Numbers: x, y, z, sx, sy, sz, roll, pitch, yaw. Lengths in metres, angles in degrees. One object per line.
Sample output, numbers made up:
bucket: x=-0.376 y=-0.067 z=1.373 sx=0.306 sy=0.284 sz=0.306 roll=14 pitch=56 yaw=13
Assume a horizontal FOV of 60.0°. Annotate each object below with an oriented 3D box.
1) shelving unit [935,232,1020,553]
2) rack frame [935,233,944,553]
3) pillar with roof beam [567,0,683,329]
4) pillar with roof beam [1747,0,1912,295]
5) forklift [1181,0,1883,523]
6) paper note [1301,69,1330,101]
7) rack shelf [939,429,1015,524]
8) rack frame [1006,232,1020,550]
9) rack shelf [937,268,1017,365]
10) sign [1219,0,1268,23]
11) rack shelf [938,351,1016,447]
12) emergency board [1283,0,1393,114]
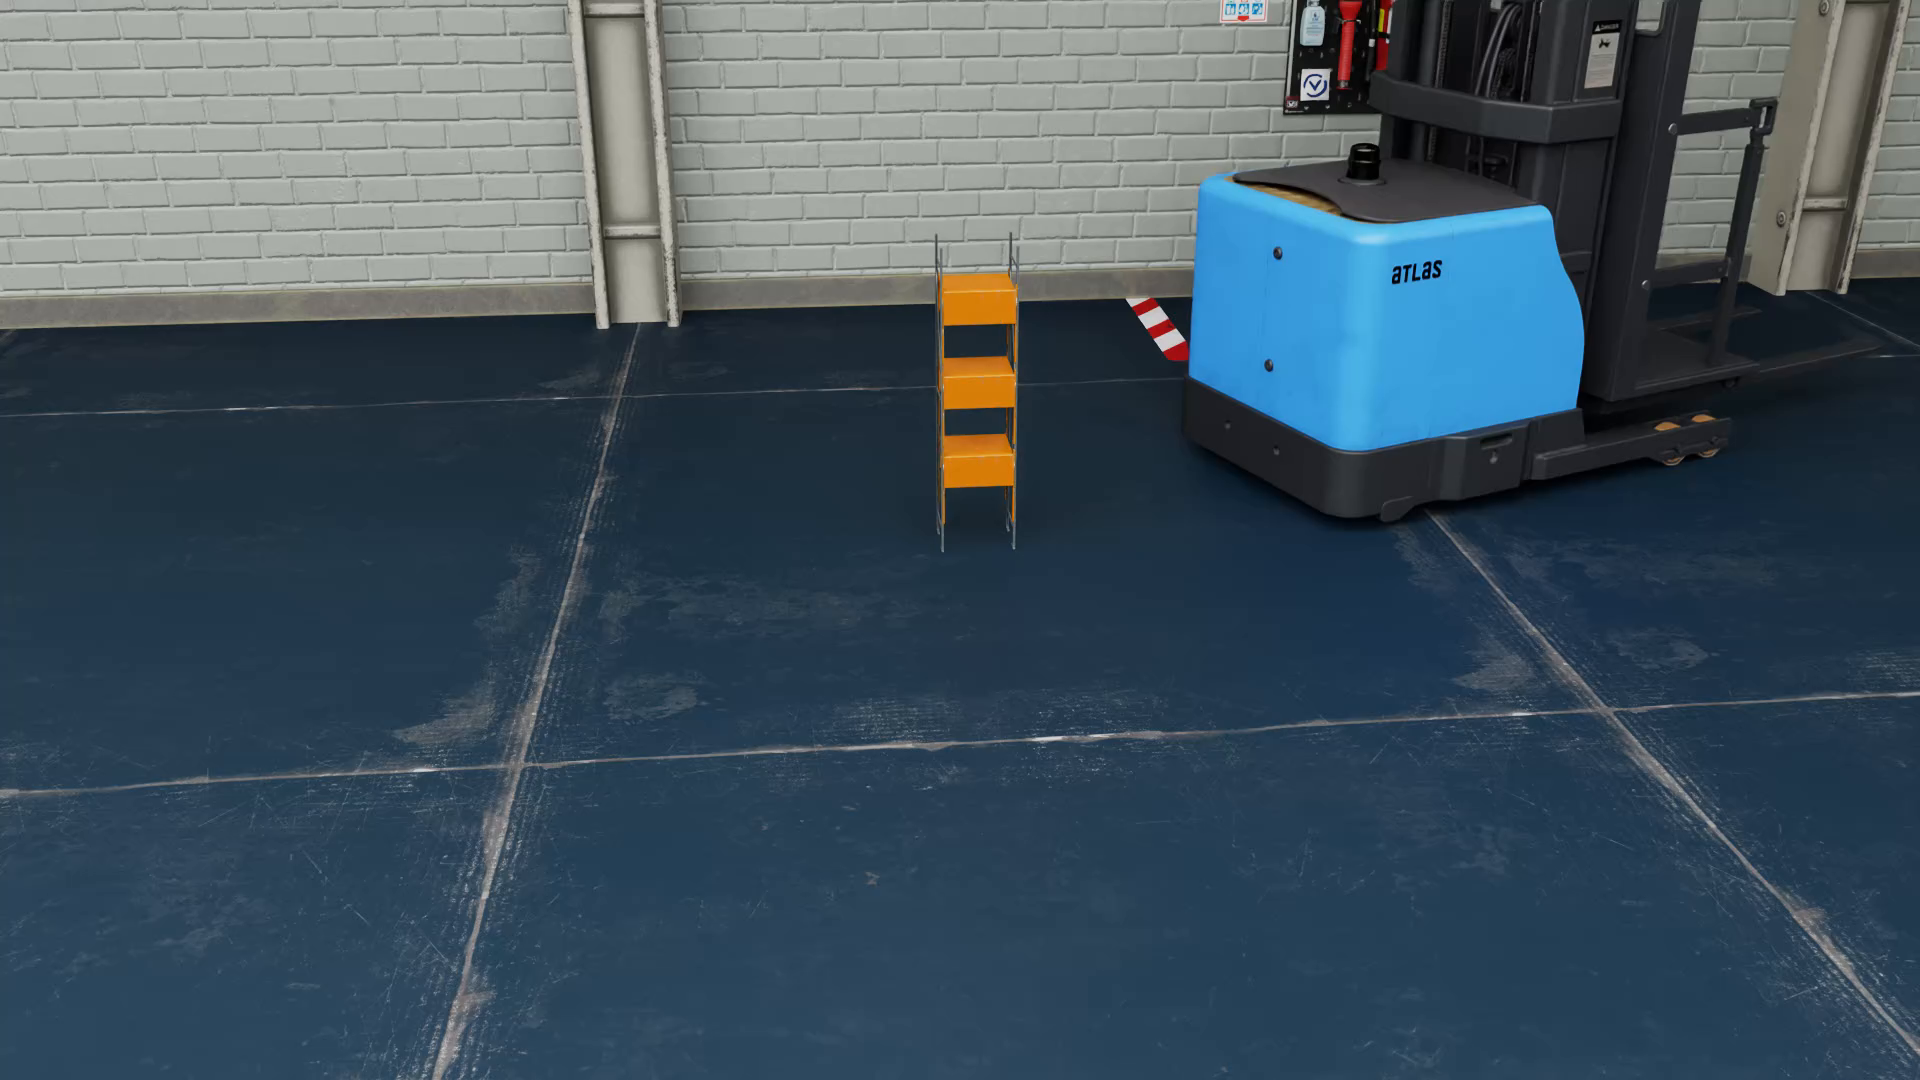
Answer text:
shelving unit: x=0.053 y=-0.482 z=5.542 sx=0.252 sy=1.050 sz=0.215 roll=-2 pitch=24 yaw=-5
rack frame: x=-0.068 y=-0.477 z=5.531 sx=0.008 sy=1.050 sz=0.200 roll=-2 pitch=24 yaw=-5
pillar with roof beam: x=-1.153 y=-3.466 z=2.469 sx=0.400 sy=9.000 sz=9.100 roll=-2 pitch=24 yaw=-5
pillar with roof beam: x=4.818 y=-3.706 z=3.008 sx=0.400 sy=9.000 sz=9.100 roll=-2 pitch=24 yaw=-5
forklift: x=2.417 y=-1.802 z=6.196 sx=3.031 sy=2.935 sz=1.130 roll=-12 pitch=27 yaw=-24
paper note: x=1.749 y=-2.240 z=8.180 sx=0.142 sy=0.148 sz=0.016 roll=-2 pitch=24 yaw=-5
rack shelf: x=0.053 y=-0.218 z=5.659 sx=0.240 sy=0.259 sz=0.215 roll=-2 pitch=24 yaw=-5
rack frame: x=0.175 y=-0.487 z=5.553 sx=0.008 sy=1.050 sz=0.200 roll=-2 pitch=24 yaw=-5
rack shelf: x=0.053 y=-0.732 z=5.431 sx=0.240 sy=0.259 sz=0.215 roll=-2 pitch=24 yaw=-5
sign: x=1.371 y=-2.657 z=7.991 sx=0.234 sy=0.329 sz=0.001 roll=-2 pitch=24 yaw=-5
rack shelf: x=0.053 y=-0.472 z=5.546 sx=0.240 sy=0.259 sz=0.215 roll=-2 pitch=24 yaw=-5
emergency board: x=1.932 y=-2.621 z=7.954 sx=0.643 sy=1.169 sz=0.194 roll=-2 pitch=24 yaw=-5
